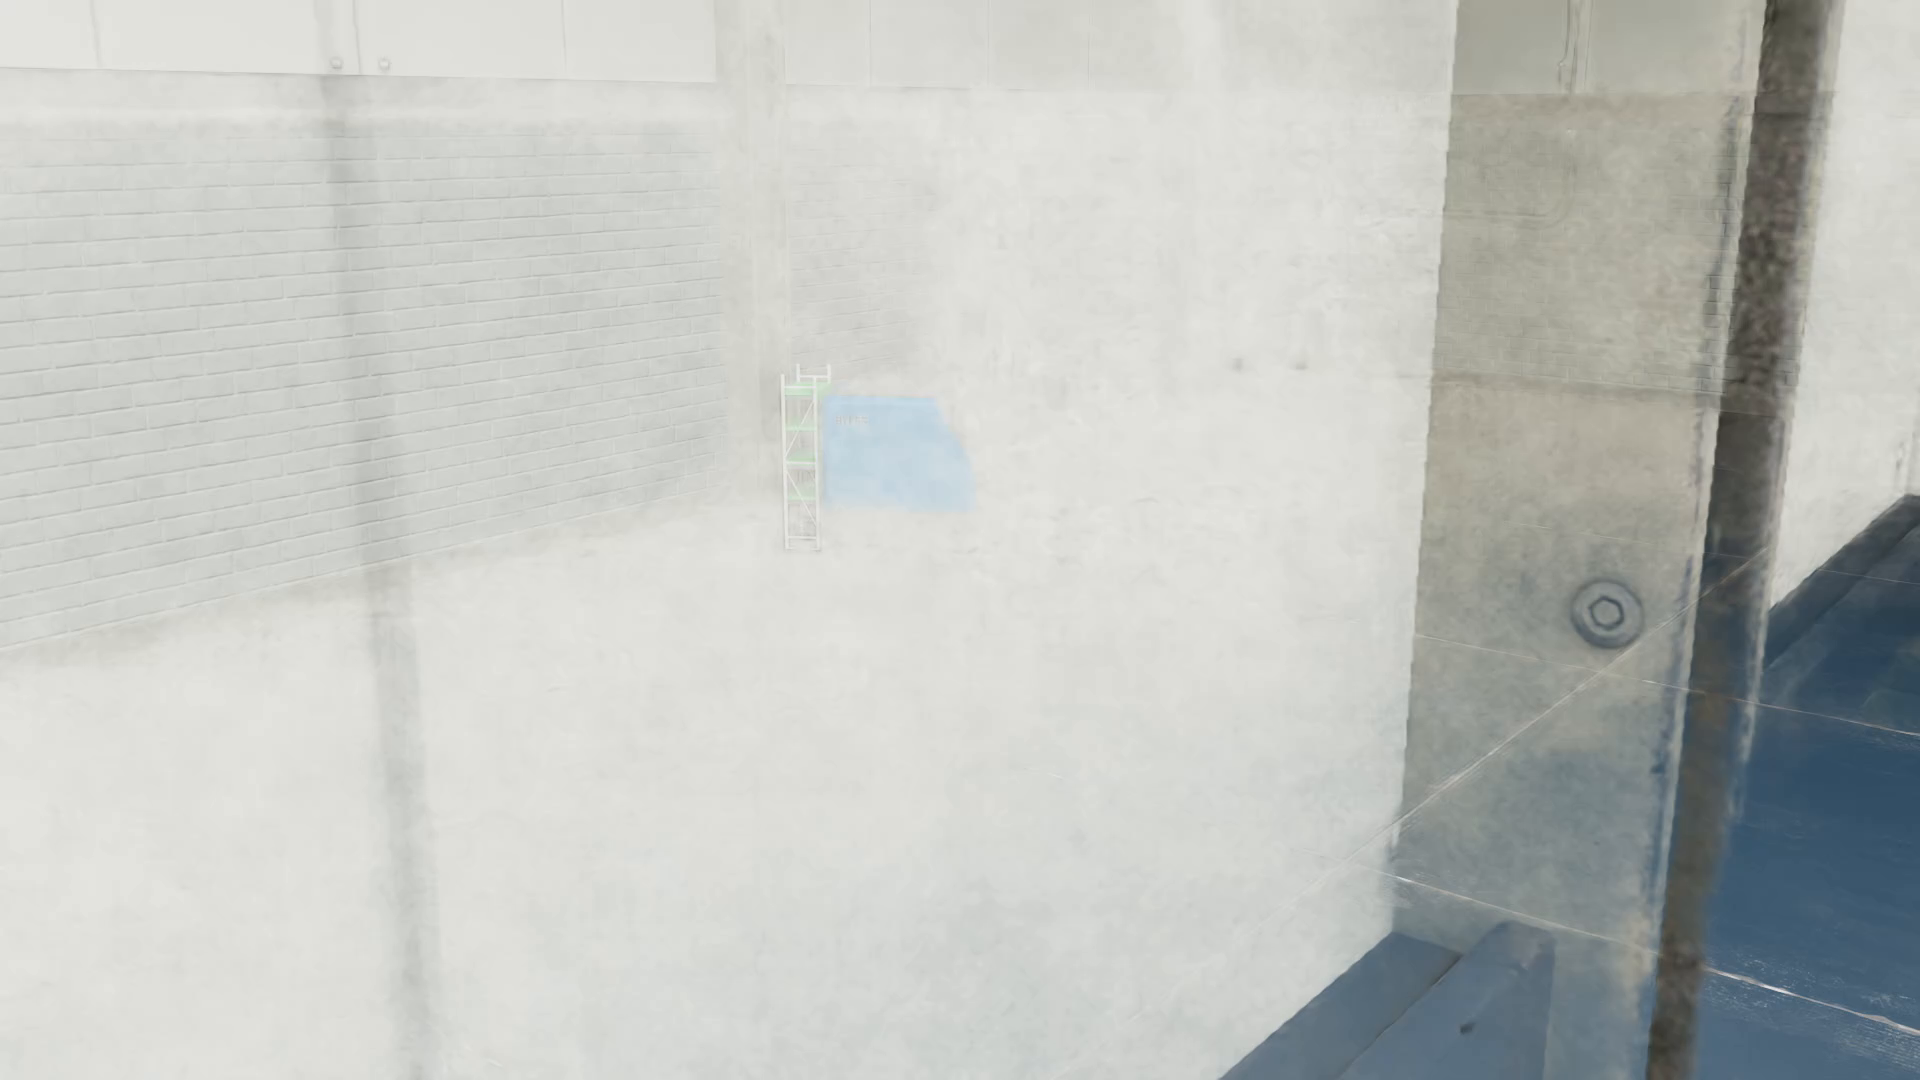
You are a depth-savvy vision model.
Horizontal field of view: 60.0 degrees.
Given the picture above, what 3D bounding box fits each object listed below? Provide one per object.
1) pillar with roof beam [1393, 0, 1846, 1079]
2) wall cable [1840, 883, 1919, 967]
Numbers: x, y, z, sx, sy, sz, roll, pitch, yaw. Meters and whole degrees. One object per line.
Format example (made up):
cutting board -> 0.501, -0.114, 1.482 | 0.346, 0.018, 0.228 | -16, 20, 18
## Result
pillar with roof beam -> 5.620, -5.119, 13.498 | 9.100, 9.000, 0.400 | 11, 18, 38
wall cable -> 5.152, -4.640, 17.918 | 3.097, 2.526, 0.112 | 11, 18, 38
